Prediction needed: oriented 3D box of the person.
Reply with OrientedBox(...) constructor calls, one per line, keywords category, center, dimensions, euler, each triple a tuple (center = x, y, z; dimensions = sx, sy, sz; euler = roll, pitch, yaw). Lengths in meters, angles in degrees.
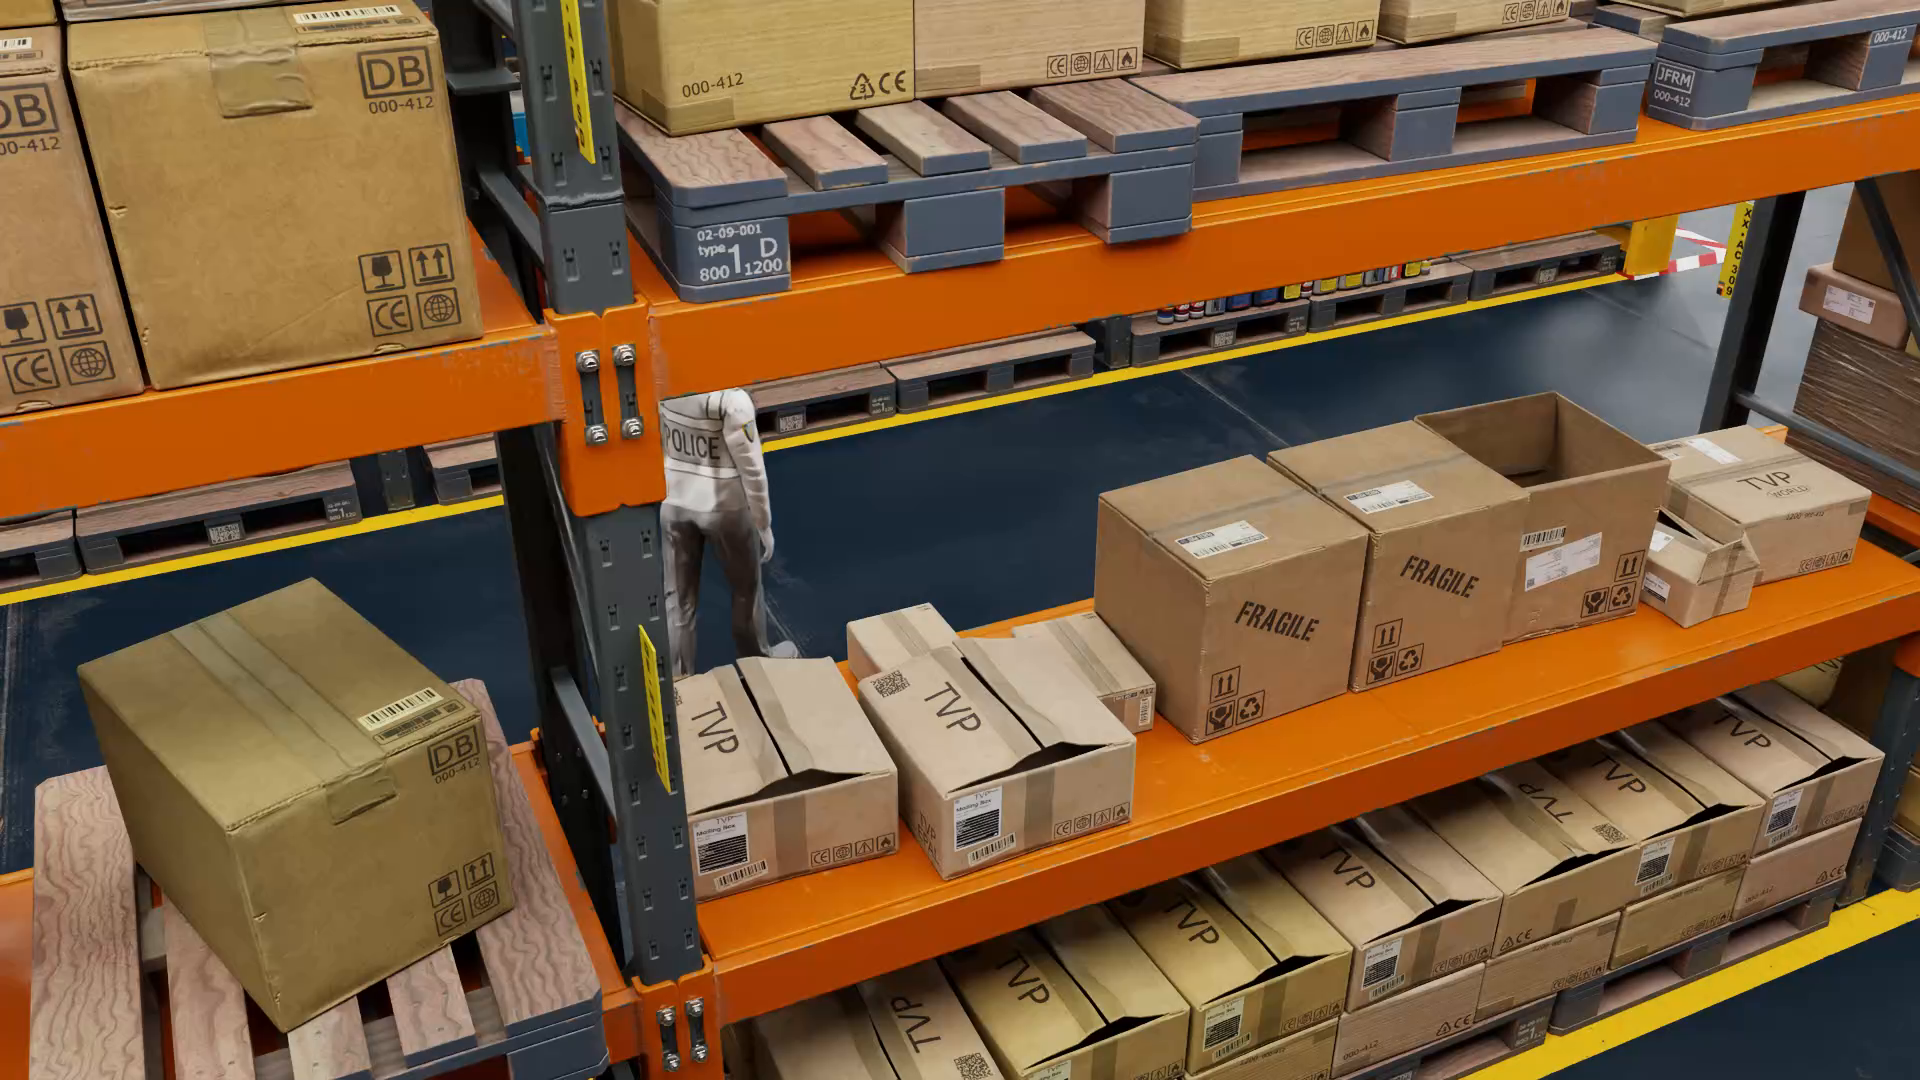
OrientedBox(category="person", center=(-0.930, -0.123, 6.306), dimensions=(0.526, 1.649, 0.640), euler=(11, 31, 18))
